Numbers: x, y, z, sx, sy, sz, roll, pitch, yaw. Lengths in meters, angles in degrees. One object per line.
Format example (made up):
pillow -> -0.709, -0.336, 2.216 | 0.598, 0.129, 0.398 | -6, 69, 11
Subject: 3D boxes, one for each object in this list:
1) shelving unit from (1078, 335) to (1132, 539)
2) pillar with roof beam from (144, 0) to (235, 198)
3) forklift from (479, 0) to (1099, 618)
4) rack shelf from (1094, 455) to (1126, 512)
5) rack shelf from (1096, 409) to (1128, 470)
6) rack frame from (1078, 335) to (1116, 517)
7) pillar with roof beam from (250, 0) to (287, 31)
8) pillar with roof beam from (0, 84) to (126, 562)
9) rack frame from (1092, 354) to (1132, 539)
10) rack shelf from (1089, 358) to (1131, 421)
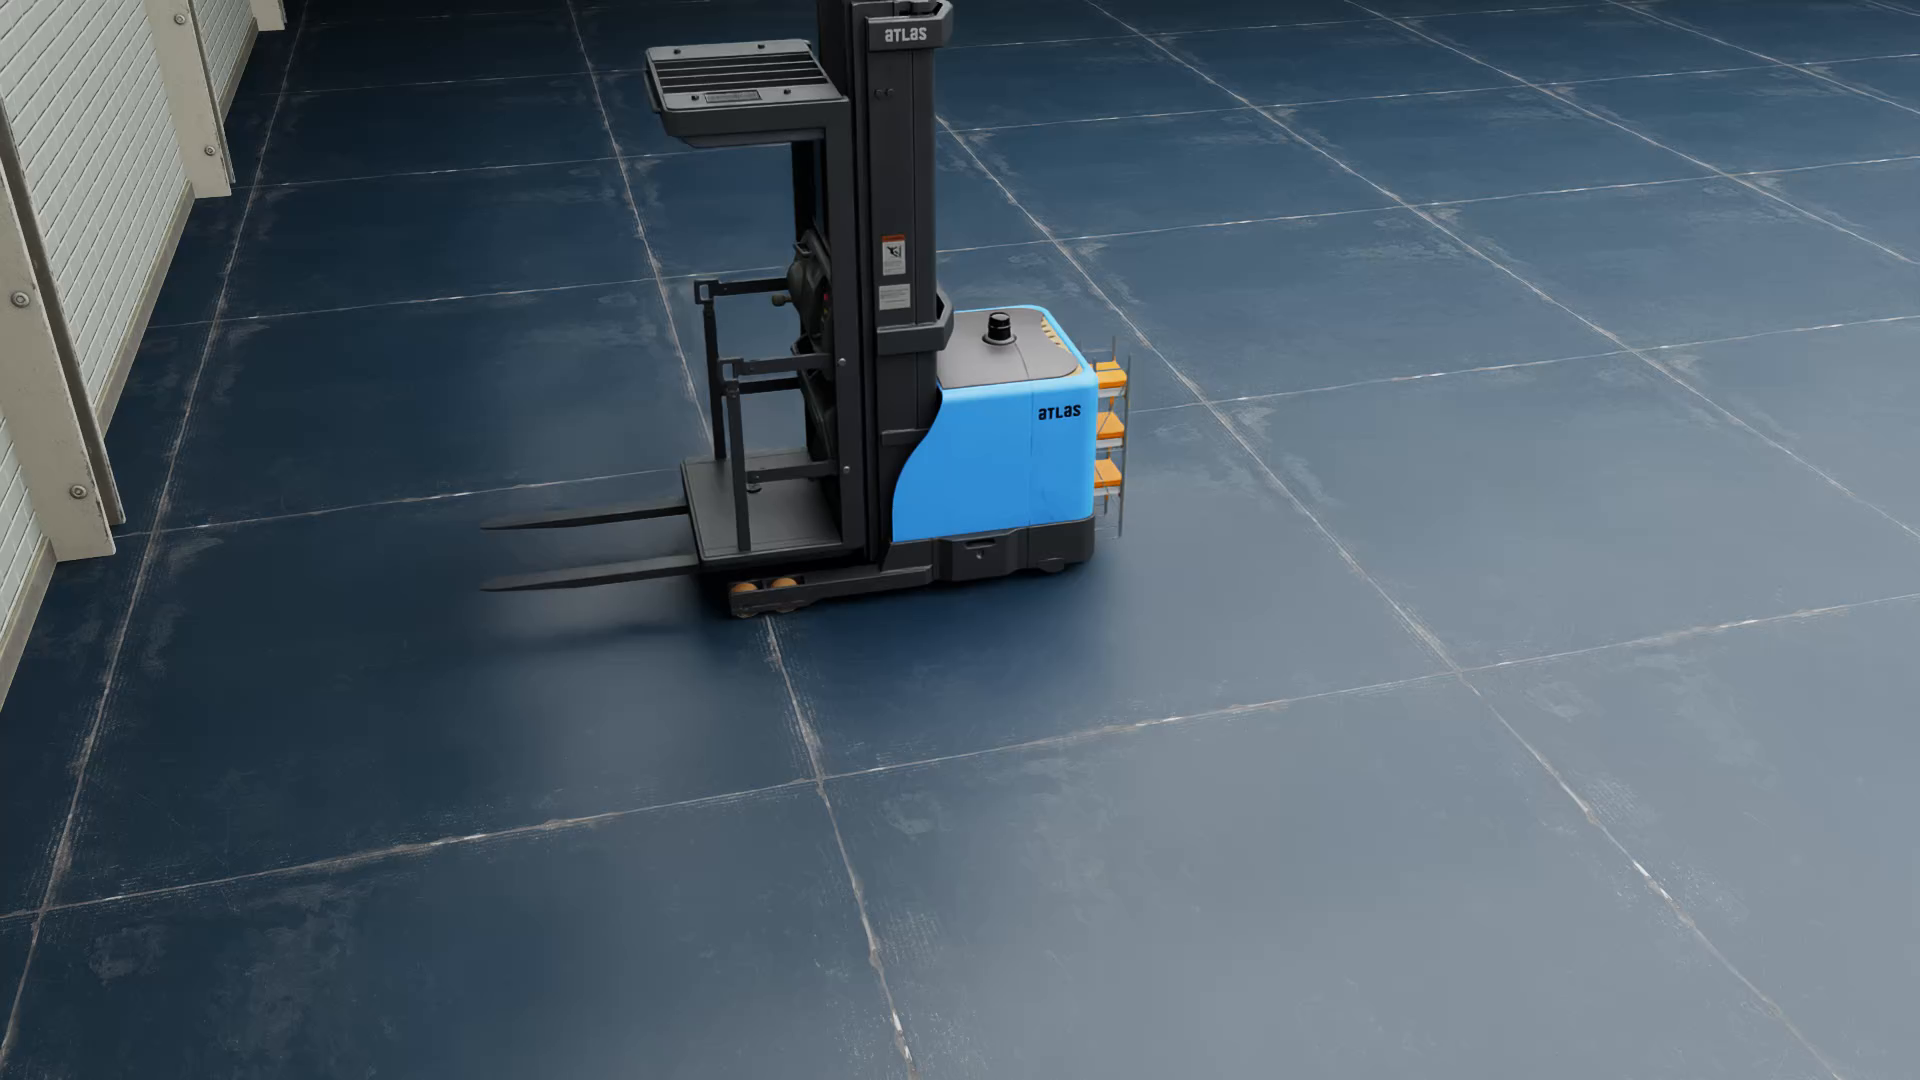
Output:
shelving unit -> 0.725, -0.515, 8.591 | 0.215, 1.050, 0.252 | -7, 31, -12
pillar with roof beam -> -2.027, -7.365, 12.491 | 9.100, 9.000, 0.400 | -8, 31, -13
forklift -> -0.890, -1.183, 7.867 | 3.031, 2.935, 1.130 | -7, 31, -12
rack shelf -> 0.725, -0.265, 8.736 | 0.215, 0.259, 0.240 | -7, 31, -12
rack shelf -> 0.725, -0.505, 8.596 | 0.215, 0.259, 0.240 | -7, 31, -12
rack frame -> 0.696, -0.574, 8.694 | 0.200, 1.050, 0.008 | -7, 31, -12
pillar with roof beam -> -3.620, -10.263, 17.498 | 9.100, 9.000, 0.400 | -8, 31, -13
pillar with roof beam -> -0.435, -4.467, 7.484 | 9.100, 9.000, 0.400 | -8, 31, -13
rack frame -> 0.754, -0.455, 8.489 | 0.200, 1.050, 0.008 | -7, 31, -12
rack shelf -> 0.725, -0.751, 8.454 | 0.215, 0.259, 0.240 | -7, 31, -12
